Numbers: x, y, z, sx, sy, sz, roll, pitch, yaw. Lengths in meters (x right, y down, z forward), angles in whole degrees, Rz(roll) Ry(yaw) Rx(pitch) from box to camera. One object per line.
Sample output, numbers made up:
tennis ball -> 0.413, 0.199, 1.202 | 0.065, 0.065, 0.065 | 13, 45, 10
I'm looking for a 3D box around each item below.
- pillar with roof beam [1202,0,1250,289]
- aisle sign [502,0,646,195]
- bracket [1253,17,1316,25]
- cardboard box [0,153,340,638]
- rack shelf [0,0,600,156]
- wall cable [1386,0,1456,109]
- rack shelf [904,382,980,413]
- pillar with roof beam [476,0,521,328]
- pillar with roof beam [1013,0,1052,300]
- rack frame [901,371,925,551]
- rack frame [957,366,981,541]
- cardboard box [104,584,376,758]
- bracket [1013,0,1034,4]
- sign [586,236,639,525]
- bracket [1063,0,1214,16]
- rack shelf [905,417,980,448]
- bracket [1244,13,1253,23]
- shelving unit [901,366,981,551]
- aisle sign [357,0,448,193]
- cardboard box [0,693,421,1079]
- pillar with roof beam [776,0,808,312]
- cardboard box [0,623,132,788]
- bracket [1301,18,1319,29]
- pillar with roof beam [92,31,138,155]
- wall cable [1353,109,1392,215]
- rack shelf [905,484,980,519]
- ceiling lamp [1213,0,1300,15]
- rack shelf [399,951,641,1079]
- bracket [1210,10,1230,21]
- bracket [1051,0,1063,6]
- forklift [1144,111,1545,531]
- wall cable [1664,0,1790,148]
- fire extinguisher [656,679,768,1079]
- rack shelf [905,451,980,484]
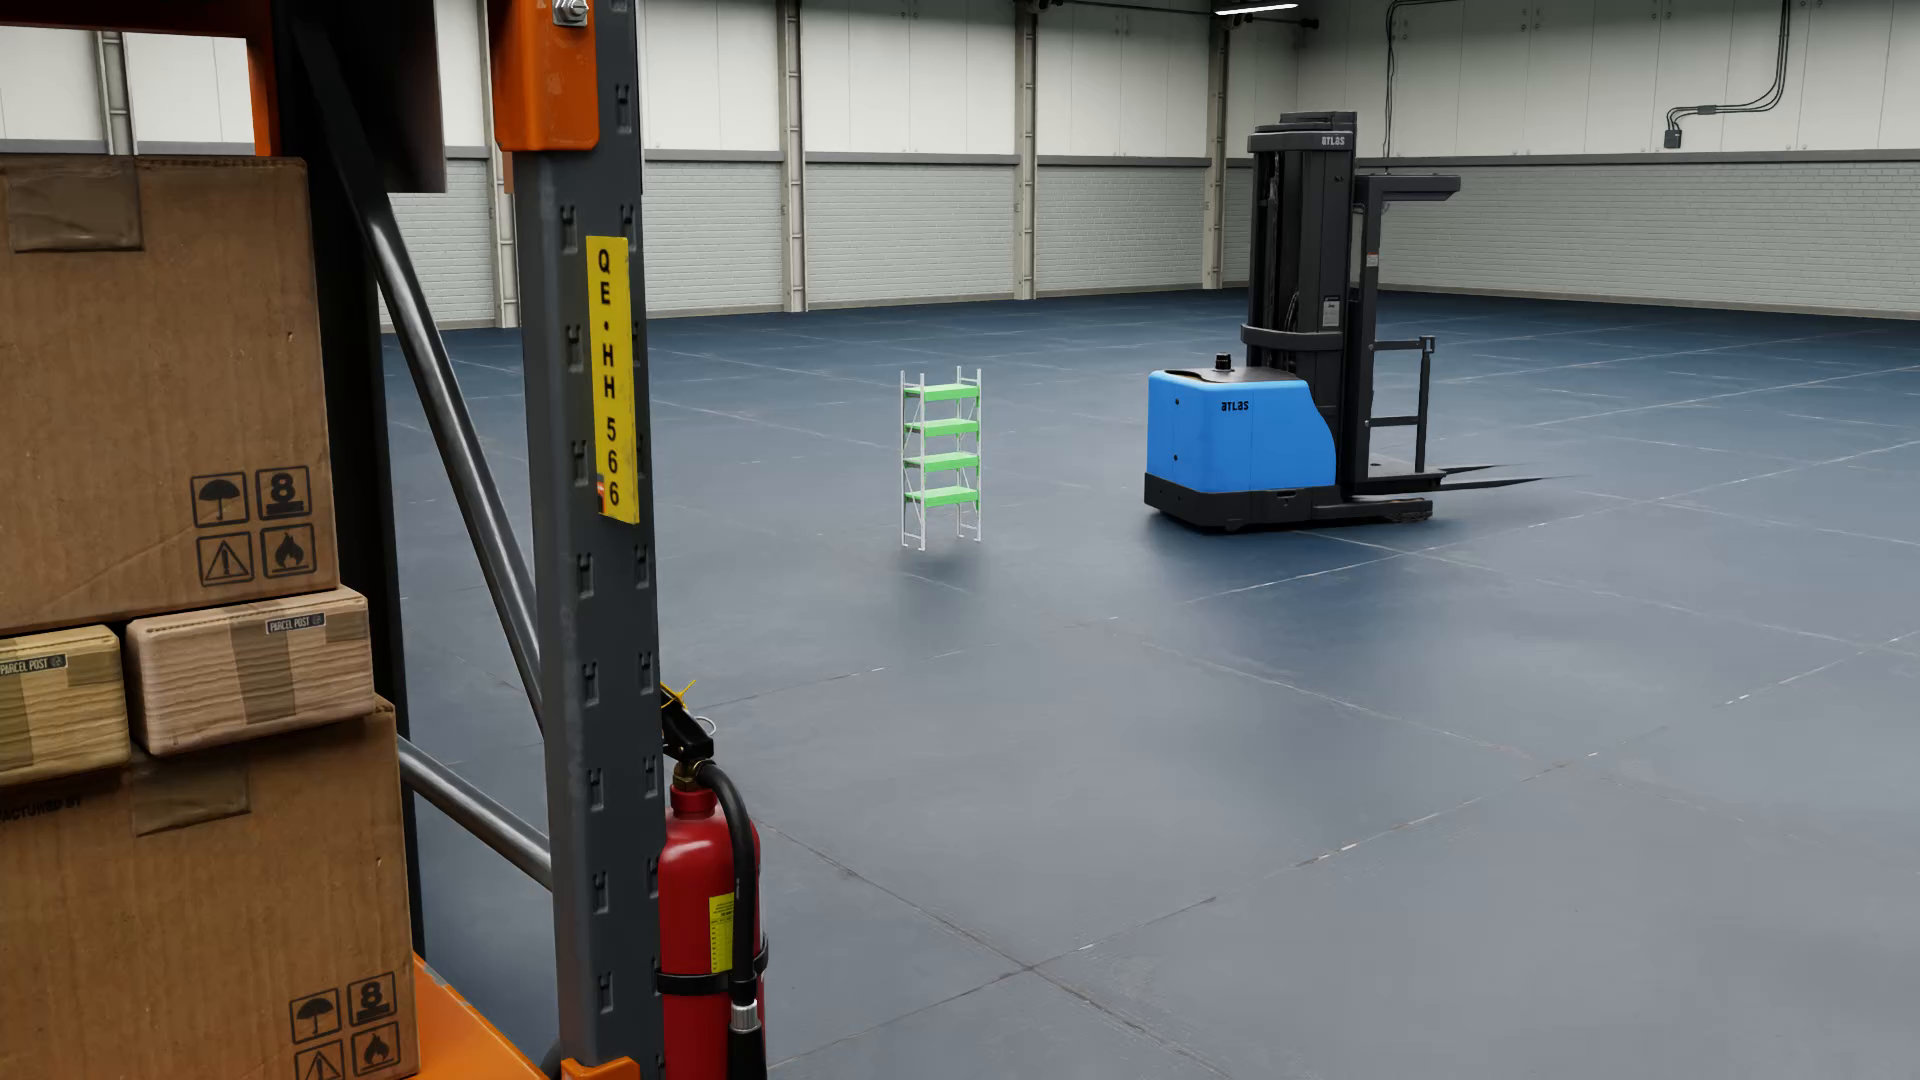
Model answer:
pillar with roof beam -> 8.798, -9.796, 36.097 | 0.548, 9.000, 9.100 | -9, 15, -38
aisle sign -> -0.496, -0.824, 2.031 | 0.004, 0.787, 0.394 | -9, 15, -38
bracket -> 8.044, -12.482, 40.081 | 3.189, 0.066, 0.076 | -9, 15, -38
cardboard box -> -1.144, -0.210, 2.033 | 0.500, 0.500, 0.700 | -9, 15, -37
rack shelf -> -2.292, -0.448, 1.027 | 4.000, 0.370, 1.077 | -9, 15, -38
wall cable -> 10.925, -11.175, 37.907 | 0.112, 2.526, 3.097 | -9, 15, -38
rack shelf -> -0.129, -0.972, 11.317 | 0.480, 0.148, 0.258 | -9, 15, -38
pillar with roof beam -> -5.258, -7.460, 25.098 | 0.400, 9.000, 9.100 | -9, 15, -38
pillar with roof beam -> 4.113, -9.017, 32.431 | 0.548, 9.000, 9.100 | -9, 15, -38
rack frame -> -0.320, -0.534, 11.254 | 0.015, 1.200, 0.240 | -9, 15, -38
rack frame -> 0.061, -0.597, 11.552 | 0.015, 1.200, 0.240 | -9, 15, -38
cardboard box -> -0.910, 0.122, 2.029 | 0.250, 0.149, 0.380 | -10, 15, -39
bracket -> 1.321, -11.365, 34.820 | 0.430, 0.232, 0.235 | -9, 15, -38
sign -> -0.402, -0.184, 1.918 | 0.005, 0.325, 0.100 | -9, 15, -38
bracket -> 3.994, -11.809, 36.912 | 4.783, 0.066, 0.076 | -9, 15, -38
rack shelf -> -0.129, -0.738, 11.366 | 0.480, 0.148, 0.258 | -9, 15, -38
bracket -> 6.654, -12.251, 38.994 | 0.430, 0.232, 0.235 | -9, 15, -38
shelving unit -> -0.129, -0.565, 11.403 | 0.503, 1.200, 0.258 | -9, 15, -38
aisle sign -> -0.870, -0.922, 2.490 | 0.004, 0.787, 0.394 | -9, 15, -38
cardboard box -> -1.103, 0.418, 2.200 | 0.500, 0.500, 0.700 | -9, 15, -38
pillar with roof beam -> -0.573, -8.239, 28.764 | 0.400, 9.000, 9.100 | -9, 15, -38
cardboard box -> -1.113, 0.157, 1.868 | 0.250, 0.149, 0.380 | -9, 15, -36
bracket -> 8.505, -12.559, 40.442 | 0.430, 0.232, 0.235 | -9, 15, -38
pillar with roof beam -> -9.943, -6.682, 21.431 | 0.400, 9.000, 9.100 | -9, 15, -38
wall cable -> 9.235, -9.143, 40.498 | 0.112, 2.526, 3.097 | -9, 15, -38
rack shelf -> -0.129, -0.268, 11.466 | 0.480, 0.148, 0.258 | -9, 15, -38
ceiling lamp -> 6.058, -12.078, 32.790 | 0.800, 3.185, 2.000 | -9, 15, -38
rack shelf -> -2.292, 1.019, 1.338 | 4.000, 0.370, 1.077 | -9, 15, -38
bracket -> 6.006, -12.144, 38.487 | 0.430, 0.232, 0.235 | -9, 15, -38
bracket -> 1.969, -11.473, 35.328 | 0.430, 0.232, 0.235 | -9, 15, -38
forklift -> 2.968, -1.657, 12.374 | 3.031, 2.935, 1.130 | -4, 13, -19
wall cable -> 15.153, -10.784, 32.561 | 0.169, 6.003, 2.305 | -9, 15, -38
fire extinguisher -> -0.348, 0.506, 2.211 | 0.183, 0.674, 0.296 | -9, 15, -38
rack shelf -> -0.129, -0.503, 11.416 | 0.480, 0.148, 0.258 | -9, 15, -38
